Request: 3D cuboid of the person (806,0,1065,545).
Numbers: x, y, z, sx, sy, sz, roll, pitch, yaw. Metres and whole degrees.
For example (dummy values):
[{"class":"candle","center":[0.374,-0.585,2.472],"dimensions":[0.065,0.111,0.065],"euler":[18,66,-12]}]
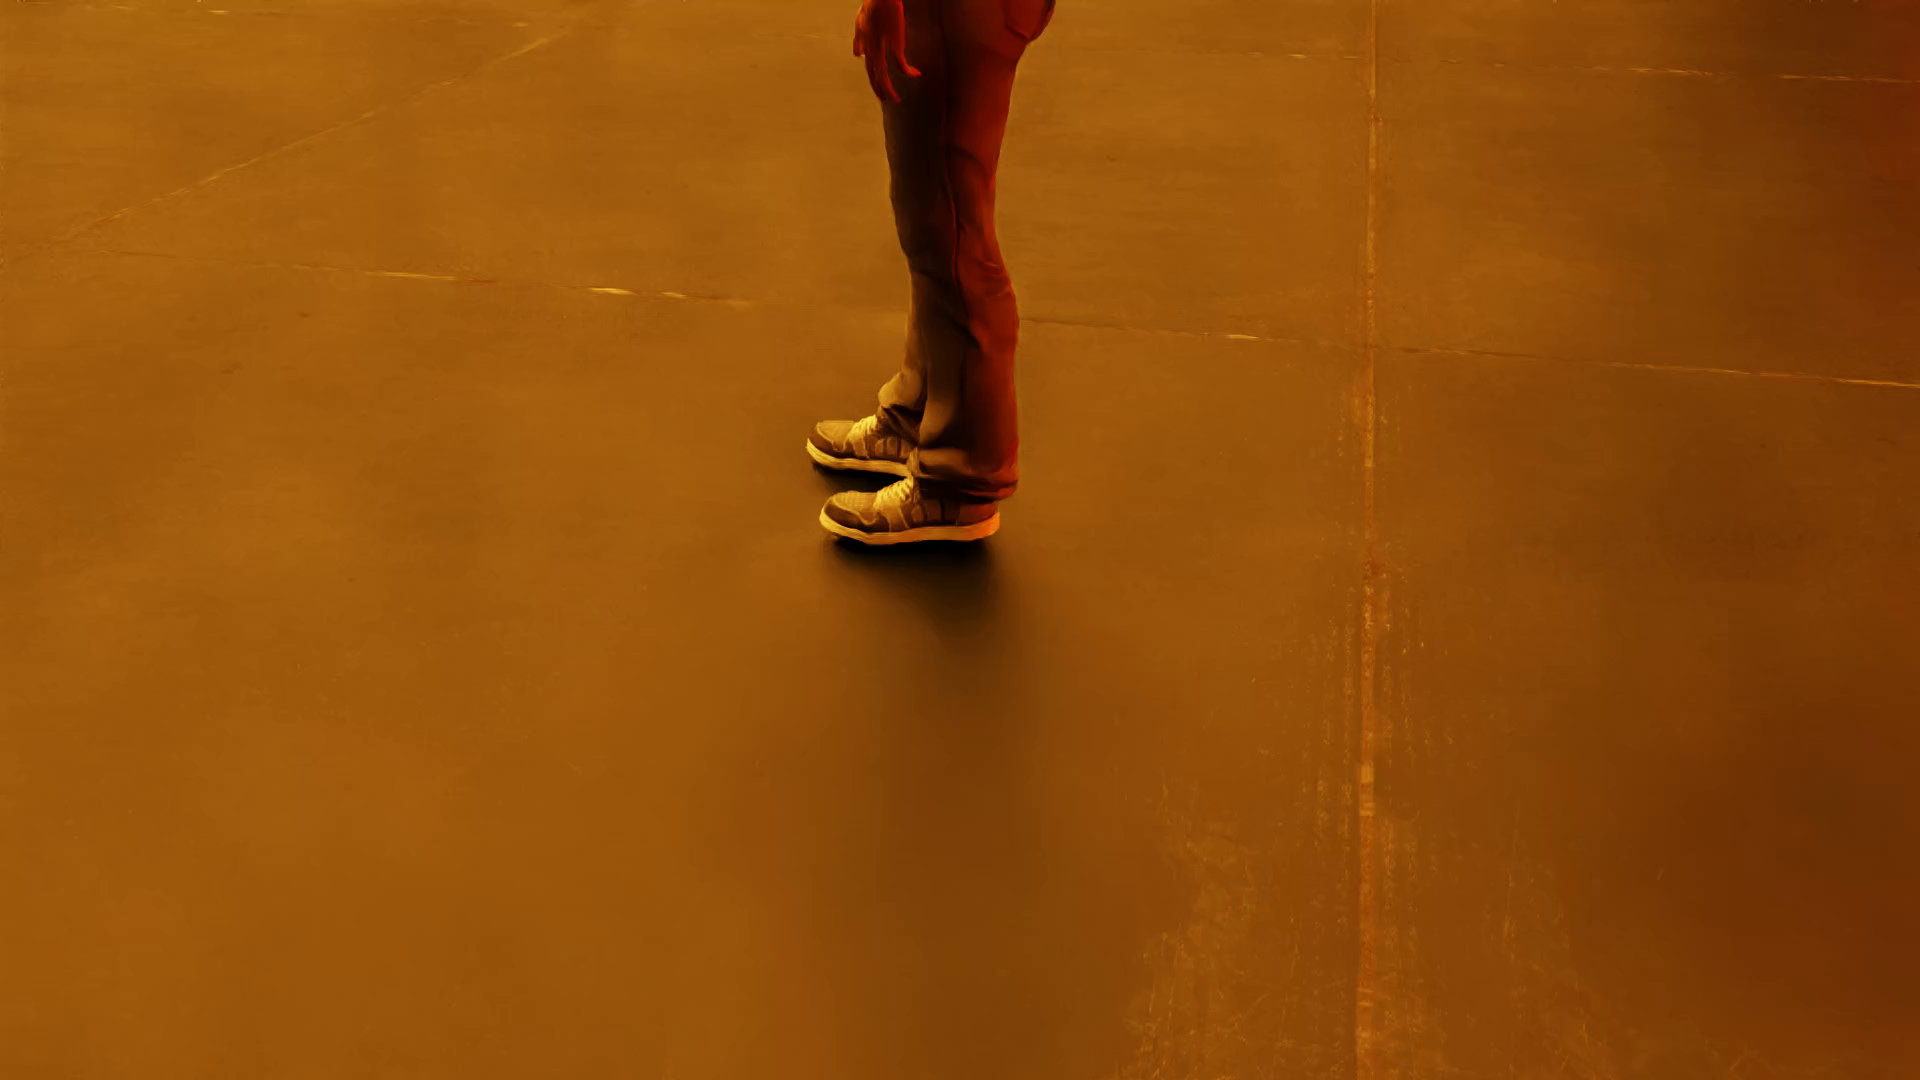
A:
[{"class":"person","center":[-0.069,-0.733,2.164],"dimensions":[0.474,1.597,0.521],"euler":[6,27,11]}]
